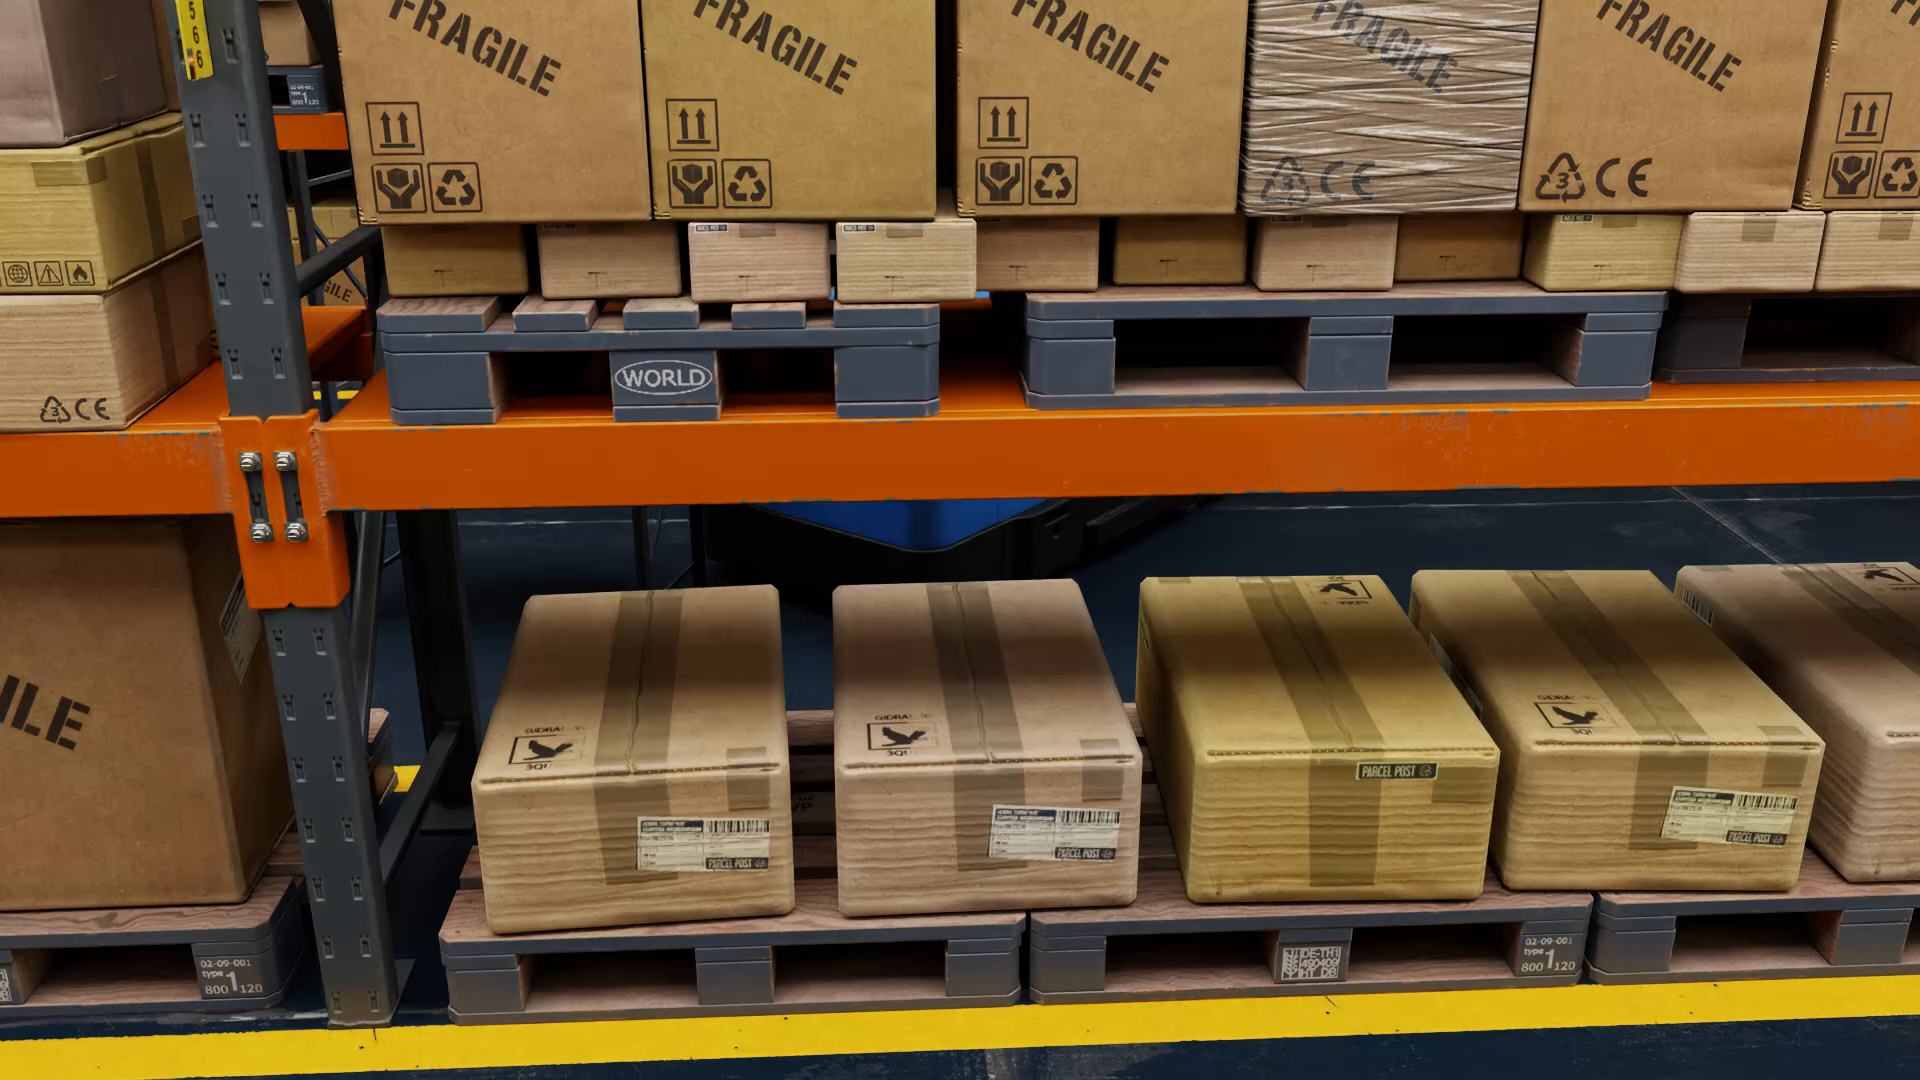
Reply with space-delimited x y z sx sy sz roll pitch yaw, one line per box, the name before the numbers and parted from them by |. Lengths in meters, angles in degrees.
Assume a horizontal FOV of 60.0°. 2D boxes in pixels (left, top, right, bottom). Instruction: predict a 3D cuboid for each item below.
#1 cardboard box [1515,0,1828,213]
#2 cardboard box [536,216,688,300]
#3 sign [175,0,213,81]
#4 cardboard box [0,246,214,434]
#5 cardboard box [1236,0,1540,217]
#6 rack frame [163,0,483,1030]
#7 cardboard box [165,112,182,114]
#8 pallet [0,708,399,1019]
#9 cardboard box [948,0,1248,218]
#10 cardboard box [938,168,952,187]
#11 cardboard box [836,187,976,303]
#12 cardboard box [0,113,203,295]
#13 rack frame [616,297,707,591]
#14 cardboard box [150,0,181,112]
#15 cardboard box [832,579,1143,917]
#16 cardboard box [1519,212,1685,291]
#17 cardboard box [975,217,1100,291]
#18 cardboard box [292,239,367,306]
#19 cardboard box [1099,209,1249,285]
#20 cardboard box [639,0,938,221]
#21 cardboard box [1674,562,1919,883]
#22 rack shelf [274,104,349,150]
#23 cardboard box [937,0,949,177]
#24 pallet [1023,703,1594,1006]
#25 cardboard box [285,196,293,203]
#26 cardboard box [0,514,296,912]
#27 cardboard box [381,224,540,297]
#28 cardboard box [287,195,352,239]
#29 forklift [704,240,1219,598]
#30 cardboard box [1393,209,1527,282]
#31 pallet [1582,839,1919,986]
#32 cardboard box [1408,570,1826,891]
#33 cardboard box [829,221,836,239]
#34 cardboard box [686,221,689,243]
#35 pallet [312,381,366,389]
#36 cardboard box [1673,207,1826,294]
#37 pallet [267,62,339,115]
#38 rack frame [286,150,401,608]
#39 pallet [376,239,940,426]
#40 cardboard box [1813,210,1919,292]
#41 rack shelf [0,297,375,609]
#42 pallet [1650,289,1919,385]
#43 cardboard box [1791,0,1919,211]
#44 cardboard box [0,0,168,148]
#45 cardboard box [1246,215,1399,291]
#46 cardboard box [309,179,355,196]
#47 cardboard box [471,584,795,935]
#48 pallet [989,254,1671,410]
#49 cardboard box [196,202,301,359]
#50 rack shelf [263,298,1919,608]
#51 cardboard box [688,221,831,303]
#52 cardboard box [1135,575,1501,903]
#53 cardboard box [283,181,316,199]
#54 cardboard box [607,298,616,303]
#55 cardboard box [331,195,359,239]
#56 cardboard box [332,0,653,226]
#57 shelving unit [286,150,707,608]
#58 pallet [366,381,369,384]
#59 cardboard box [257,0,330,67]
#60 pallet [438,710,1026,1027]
cardboard box | 1.259 -0.917 3.165 0.500 0.500 0.500 0 21 -1
cardboard box | -0.657 -0.577 3.183 0.250 0.149 0.380 -2 21 -6
sign | -1.241 -0.908 2.662 0.005 0.325 0.100 -1 21 -3
cardboard box | -1.766 -0.391 3.143 0.500 0.250 0.500 -2 21 -5
cardboard box | 0.736 -0.906 3.136 0.500 0.500 0.500 -2 21 -5
rack frame | -1.276 -0.564 3.385 0.127 3.000 1.000 -1 21 -3
cardboard box | -1.796 -0.805 3.527 0.500 0.250 0.500 -1 21 -3
pallet | -2.067 0.729 3.910 1.213 0.211 1.003 -1 21 -3
cardboard box | 0.236 -0.899 3.117 0.500 0.500 0.500 -1 21 -2
cardboard box | 0.076 -0.798 3.763 0.250 0.149 0.380 -1 21 -2
cardboard box | -0.105 -0.564 3.150 0.250 0.149 0.380 -1 21 -3
cardboard box | -1.745 -0.627 3.060 0.500 0.250 0.500 -1 21 -3
rack frame | -0.938 -0.459 5.218 0.032 1.500 0.500 5 21 12
cardboard box | -1.782 -1.154 3.392 0.500 0.500 0.500 -2 21 -5
cardboard box | 0.025 0.442 3.846 0.625 0.372 0.950 -2 21 -4
cardboard box | 1.200 -0.600 3.243 0.250 0.149 0.380 -1 21 -3
cardboard box | 0.131 -0.597 3.236 0.250 0.149 0.380 0 21 0
cardboard box | -2.996 -1.252 8.116 0.500 0.500 0.500 0 21 -1
cardboard box | 0.411 -0.616 3.287 0.250 0.149 0.380 0 21 -1
cardboard box | -0.294 -0.886 3.083 0.500 0.500 0.500 0 21 0
cardboard box | 2.194 0.399 3.961 0.625 0.372 0.950 -1 21 -2
rack shelf | -3.560 -1.950 8.038 4.000 0.370 1.077 -1 21 -3
cardboard box | 0.181 -1.079 3.590 0.500 0.500 0.500 -3 21 -7
pallet | 0.719 0.701 3.984 1.213 0.211 1.003 -1 21 -3
cardboard box | -3.367 -1.541 7.964 0.250 0.149 0.380 -2 21 -6
cardboard box | -1.970 0.218 3.729 0.875 0.875 0.875 -1 21 -4
cardboard box | -0.941 -0.583 3.199 0.250 0.149 0.380 -2 21 -6
cardboard box | -3.093 -1.557 8.007 0.250 0.149 0.380 -1 21 -4
forklift | 0.408 -1.567 6.117 1.130 2.935 3.031 15 26 34
cardboard box | 0.931 -0.631 3.325 0.250 0.149 0.380 -2 21 -5
pallet | 1.940 0.675 4.052 1.213 0.211 1.003 -1 21 -3
cardboard box | 1.476 0.414 3.920 0.625 0.372 0.950 0 21 0
cardboard box | -0.198 -0.787 3.736 0.250 0.149 0.380 -2 21 -6
cardboard box | -0.699 -0.764 3.674 0.250 0.149 0.380 -1 21 -2
pallet | -3.526 -0.998 8.446 1.213 0.211 1.003 -1 21 -3
cardboard box | 1.446 -0.592 3.222 0.250 0.149 0.380 -1 21 -3
pallet | -3.504 -2.196 7.943 1.213 0.211 1.003 -1 21 -3
rack frame | -1.930 -0.538 5.425 0.032 1.500 0.500 5 21 12
pallet | -0.571 -0.526 3.557 1.003 0.211 1.213 -1 21 -3
cardboard box | 1.700 -0.598 3.239 0.250 0.149 0.380 -2 21 -4
rack shelf | -3.273 -0.187 3.407 4.000 0.370 1.077 -1 21 -3
pallet | 1.946 -0.591 3.728 1.213 0.211 1.003 -1 21 -3
cardboard box | 1.774 -0.925 3.187 0.500 0.500 0.500 -1 21 -3
cardboard box | -1.777 -0.974 2.918 0.500 0.500 0.500 -2 21 -5
cardboard box | 0.675 -0.599 3.240 0.250 0.149 0.380 -1 21 -1
cardboard box | -3.147 -1.734 8.470 0.250 0.149 0.380 -2 21 -4
cardboard box | -0.711 0.460 3.799 0.625 0.372 0.950 -3 21 -7
pallet | 0.698 -0.529 3.563 1.213 0.211 1.003 -1 21 -3
cardboard box | -1.779 -0.573 3.621 0.500 0.250 0.500 -2 21 -4
rack shelf | 0.721 -0.268 3.620 4.000 0.370 1.077 -1 21 -3
cardboard box | -0.381 -0.566 3.155 0.250 0.149 0.380 -3 21 -7
cardboard box | 0.782 0.429 3.881 0.625 0.372 0.950 0 21 -1
cardboard box | -3.389 -1.713 8.415 0.250 0.149 0.380 -1 21 -3
cardboard box | -1.973 -1.270 8.163 0.500 0.500 0.500 -1 21 -1
cardboard box | -2.844 -1.562 8.020 0.250 0.149 0.380 -1 21 -1
cardboard box | -0.813 -0.872 3.048 0.500 0.500 0.500 -2 21 -5
shelving unit | -1.434 -0.498 5.322 1.048 1.500 0.538 5 21 12
pallet | -2.311 -1.022 8.508 1.213 0.211 1.003 -1 21 -3
cardboard box | -3.182 -2.472 7.664 0.637 0.503 0.797 -2 21 -4
pallet | -0.496 0.724 3.922 1.213 0.211 1.003 -1 21 -3
